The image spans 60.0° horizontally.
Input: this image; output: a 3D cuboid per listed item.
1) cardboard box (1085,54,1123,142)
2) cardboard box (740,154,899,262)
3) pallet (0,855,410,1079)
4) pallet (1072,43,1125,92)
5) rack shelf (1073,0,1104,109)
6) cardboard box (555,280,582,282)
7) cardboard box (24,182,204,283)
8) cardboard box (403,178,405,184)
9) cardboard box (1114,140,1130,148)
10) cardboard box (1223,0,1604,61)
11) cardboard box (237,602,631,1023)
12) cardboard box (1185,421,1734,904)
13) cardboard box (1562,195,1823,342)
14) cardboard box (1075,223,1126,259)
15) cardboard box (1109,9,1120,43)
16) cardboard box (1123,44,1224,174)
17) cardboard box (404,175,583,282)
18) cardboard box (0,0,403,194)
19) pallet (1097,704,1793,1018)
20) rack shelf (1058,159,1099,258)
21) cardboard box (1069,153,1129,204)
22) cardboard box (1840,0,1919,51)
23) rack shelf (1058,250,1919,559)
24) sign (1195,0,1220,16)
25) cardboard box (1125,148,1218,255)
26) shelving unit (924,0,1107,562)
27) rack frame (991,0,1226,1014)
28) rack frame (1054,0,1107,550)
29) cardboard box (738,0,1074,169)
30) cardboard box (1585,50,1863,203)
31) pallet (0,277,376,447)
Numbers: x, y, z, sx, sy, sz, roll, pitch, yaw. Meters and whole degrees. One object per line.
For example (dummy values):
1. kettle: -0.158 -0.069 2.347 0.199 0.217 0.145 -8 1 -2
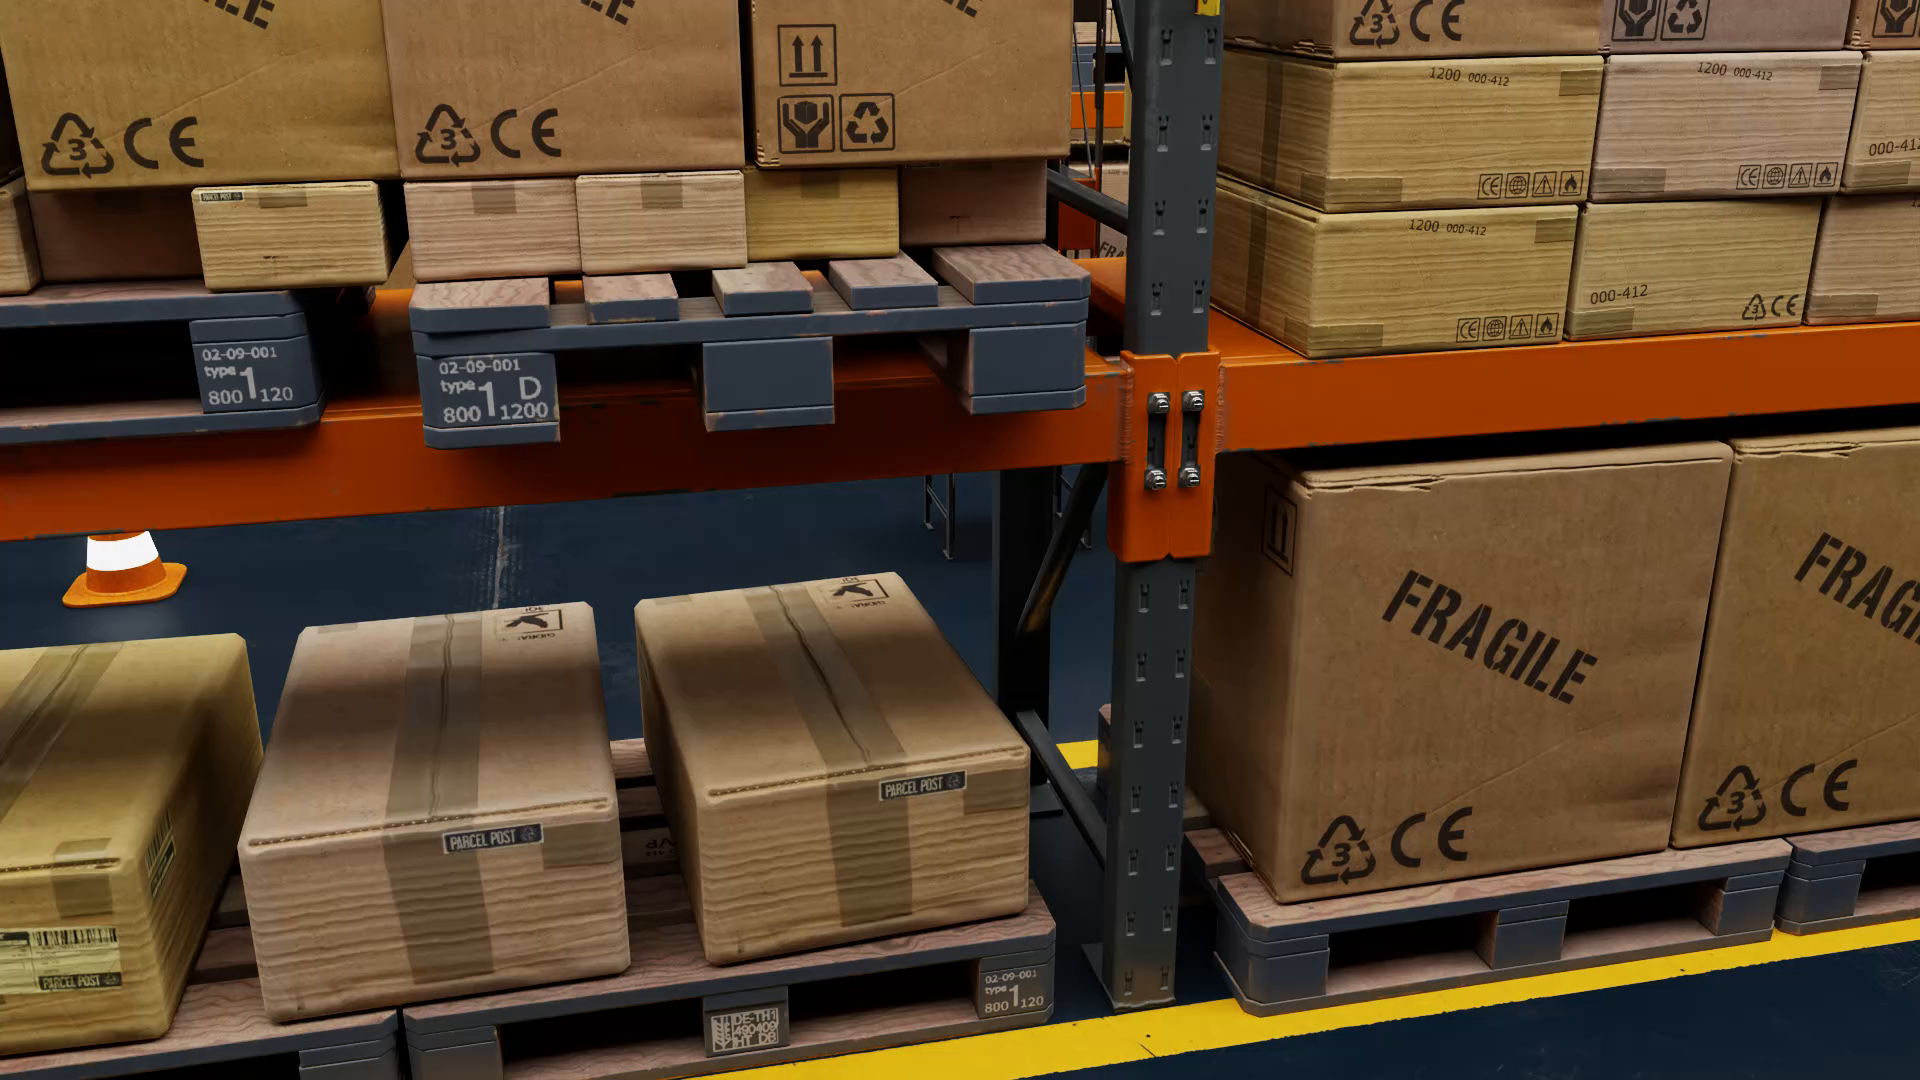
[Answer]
1. cardboard box: 1.244 -3.424 13.280 0.875 0.875 1.225 -5 21 -12
2. cardboard box: -0.259 -0.577 2.784 0.250 0.149 0.380 -4 21 -12
3. pallet: -1.696 0.818 3.275 1.213 0.211 1.003 -5 21 -12
4. pallet: 0.930 -2.377 8.223 1.213 0.211 1.003 -5 21 -12
5. rack shelf: 0.161 -1.644 5.253 0.480 0.518 0.431 -5 21 -12
6. cardboard box: -1.601 -1.420 7.990 0.750 0.750 1.050 -5 21 -13
7. cardboard box: -1.279 -0.521 2.630 0.250 0.149 0.380 -4 21 -12
8. cardboard box: -0.941 -0.732 3.206 0.250 0.149 0.380 -5 21 -12
9. cardboard box: 1.111 -1.937 8.676 0.500 0.250 0.500 -4 20 -10
10. cardboard box: 0.786 -1.122 2.917 0.500 0.500 0.500 -5 21 -14
11. cardboard box: -1.018 0.491 3.323 0.625 0.372 0.950 -5 21 -14
12. cardboard box: 0.941 0.125 3.590 0.875 0.875 0.875 -5 21 -13
13. cardboard box: 1.280 -0.579 3.252 0.500 0.250 0.500 -5 21 -14
14. cardboard box: 0.747 -1.374 8.229 0.500 0.500 0.500 -5 21 -14
15. cardboard box: 0.784 -2.450 7.896 0.250 0.149 0.380 -4 21 -12
16. cardboard box: 0.663 -0.936 3.500 0.500 0.250 0.500 -5 21 -13
17. cardboard box: -0.741 -0.525 2.642 0.250 0.149 0.380 -6 21 -15
18. cardboard box: -1.120 -0.818 2.499 0.500 0.500 0.500 -6 21 -16
19. pallet: 1.035 0.624 3.804 1.213 0.211 1.003 -5 21 -12
20. rack shelf: 0.161 -0.986 5.494 0.480 0.518 0.431 -5 21 -12
21. cardboard box: 0.718 -1.721 8.086 0.500 0.250 0.500 -4 21 -12
22. cardboard box: 1.774 -1.200 3.131 0.500 0.500 0.500 -4 21 -11
23. rack shelf: 2.196 -0.469 3.779 4.000 0.370 1.077 -5 21 -12
24. sign: 0.384 -0.974 2.544 0.005 0.325 0.100 -5 21 -12
25. cardboard box: 0.683 -0.705 3.596 0.500 0.250 0.500 -5 21 -14
26. shelving unit: 0.161 -0.999 5.489 0.503 2.100 0.431 -5 21 -12
27. rack frame: 0.250 -0.648 3.223 0.127 3.000 1.000 -5 21 -12
28. rack frame: 0.399 -1.018 5.542 0.015 2.100 0.400 -5 21 -12
29. cardboard box: -0.128 -0.903 2.730 0.500 0.500 0.500 -5 21 -14
30. cardboard box: 1.303 -0.811 3.158 0.500 0.250 0.500 -4 21 -11
31. pallet: -1.667 -0.388 2.791 1.213 0.211 1.003 -5 21 -12
